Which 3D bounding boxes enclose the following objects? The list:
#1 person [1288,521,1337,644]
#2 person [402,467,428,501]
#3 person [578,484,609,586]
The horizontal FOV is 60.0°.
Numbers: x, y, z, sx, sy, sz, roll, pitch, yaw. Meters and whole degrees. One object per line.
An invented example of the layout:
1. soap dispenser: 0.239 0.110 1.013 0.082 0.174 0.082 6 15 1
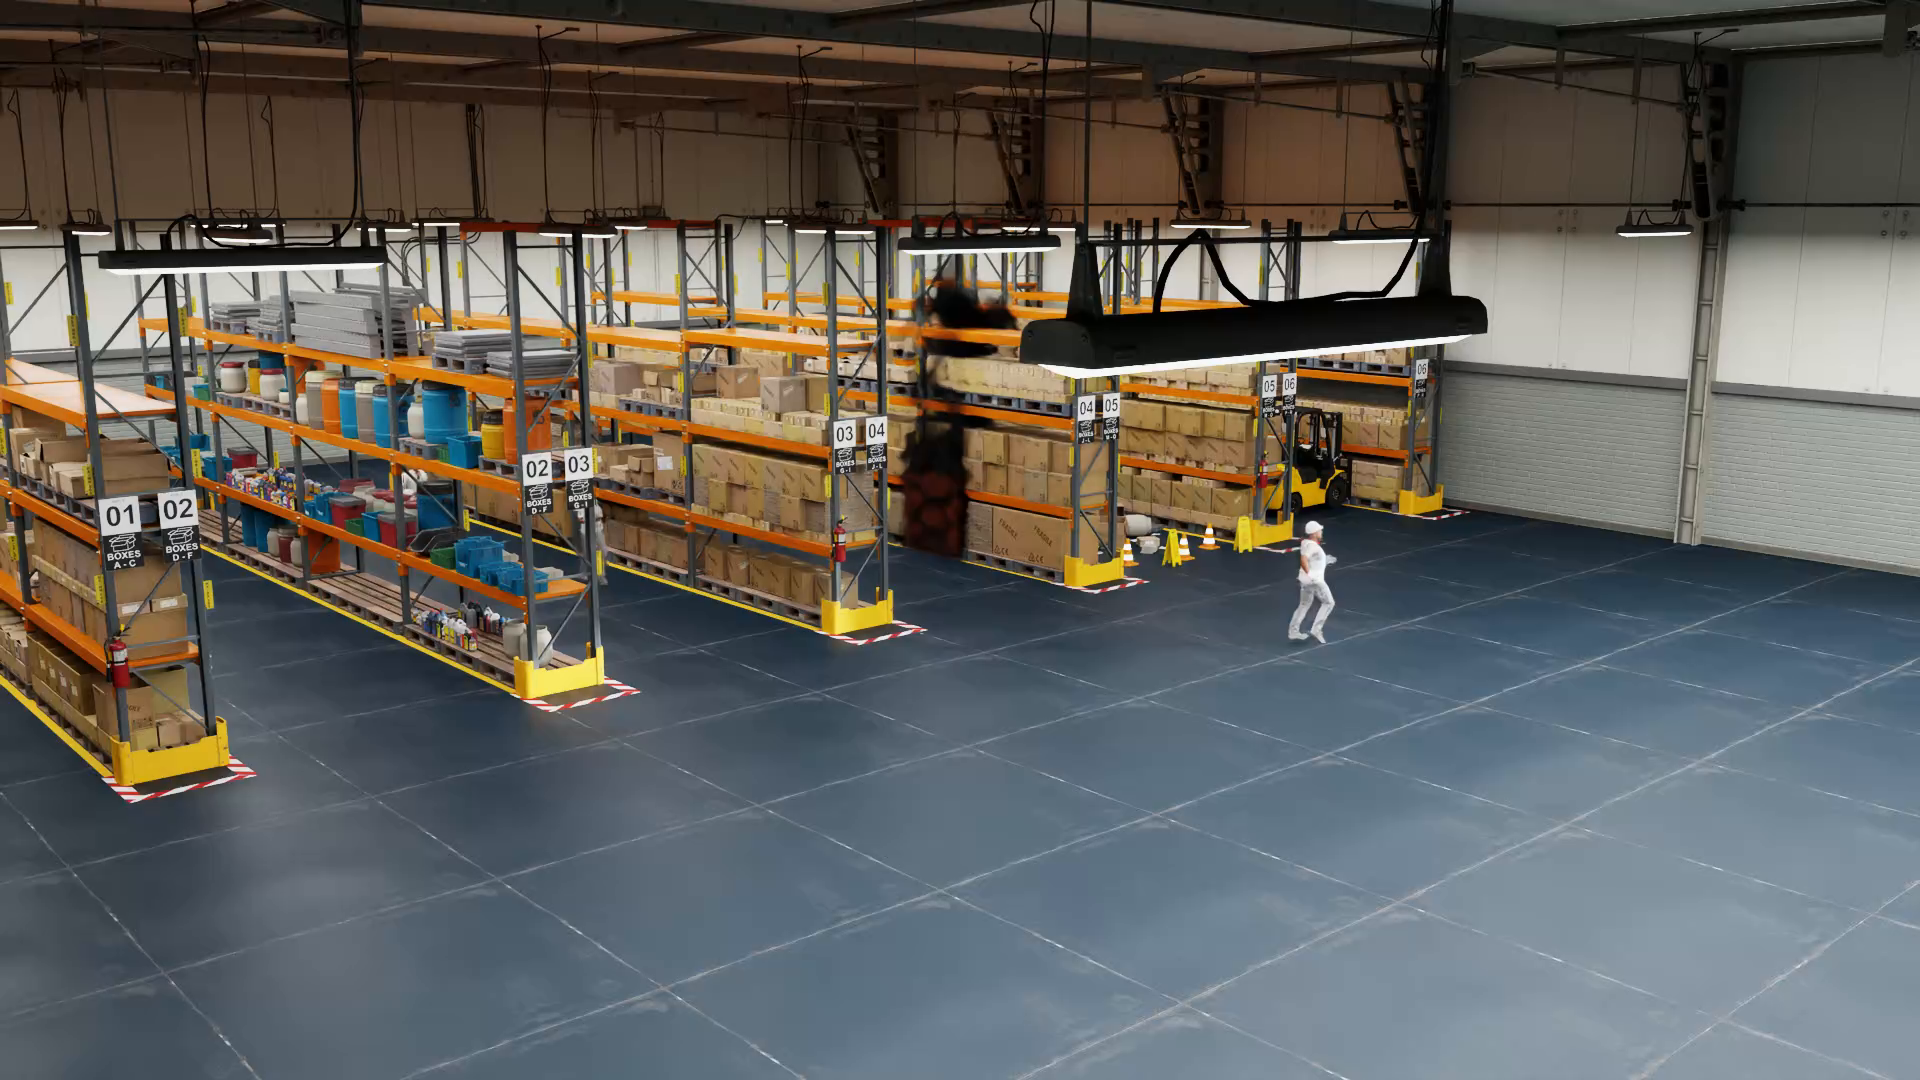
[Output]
1. person: 5.169 0.625 24.281 0.695 1.812 0.669 -2 12 -9
2. person: -9.979 -0.637 30.605 0.761 1.794 0.697 11 16 44
3. person: -6.197 -0.089 28.039 0.556 1.756 0.714 -11 16 -43
